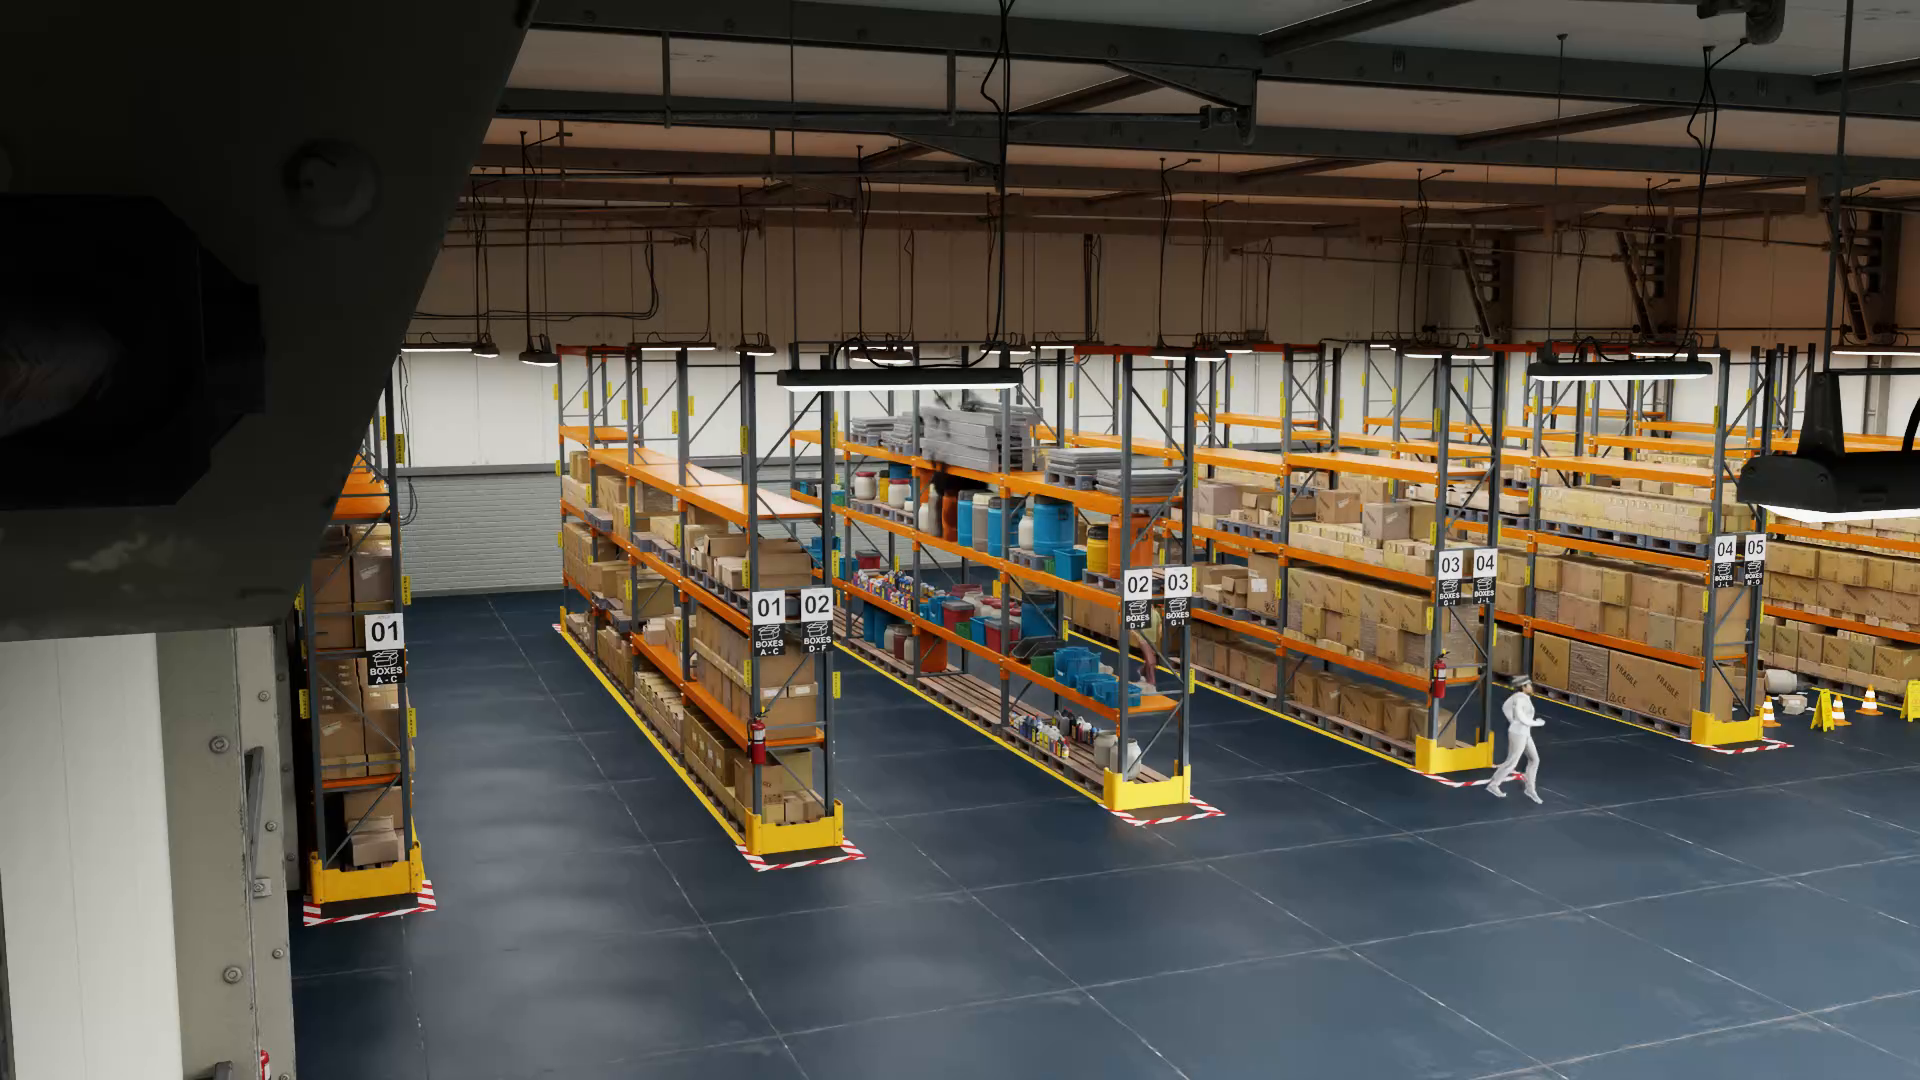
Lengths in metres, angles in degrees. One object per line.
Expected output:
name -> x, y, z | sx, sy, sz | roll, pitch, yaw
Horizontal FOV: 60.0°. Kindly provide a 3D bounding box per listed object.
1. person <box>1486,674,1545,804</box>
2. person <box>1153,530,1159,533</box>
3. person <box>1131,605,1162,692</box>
person -> 7.503, 2.660, 22.412 | 0.730, 1.732, 0.638 | 2, 8, 18
person -> 4.560, 0.563, 39.207 | 0.624, 1.613, 0.497 | 0, 7, 3
person -> 3.280, 1.810, 29.203 | 0.590, 1.664, 0.783 | -3, 8, -22
